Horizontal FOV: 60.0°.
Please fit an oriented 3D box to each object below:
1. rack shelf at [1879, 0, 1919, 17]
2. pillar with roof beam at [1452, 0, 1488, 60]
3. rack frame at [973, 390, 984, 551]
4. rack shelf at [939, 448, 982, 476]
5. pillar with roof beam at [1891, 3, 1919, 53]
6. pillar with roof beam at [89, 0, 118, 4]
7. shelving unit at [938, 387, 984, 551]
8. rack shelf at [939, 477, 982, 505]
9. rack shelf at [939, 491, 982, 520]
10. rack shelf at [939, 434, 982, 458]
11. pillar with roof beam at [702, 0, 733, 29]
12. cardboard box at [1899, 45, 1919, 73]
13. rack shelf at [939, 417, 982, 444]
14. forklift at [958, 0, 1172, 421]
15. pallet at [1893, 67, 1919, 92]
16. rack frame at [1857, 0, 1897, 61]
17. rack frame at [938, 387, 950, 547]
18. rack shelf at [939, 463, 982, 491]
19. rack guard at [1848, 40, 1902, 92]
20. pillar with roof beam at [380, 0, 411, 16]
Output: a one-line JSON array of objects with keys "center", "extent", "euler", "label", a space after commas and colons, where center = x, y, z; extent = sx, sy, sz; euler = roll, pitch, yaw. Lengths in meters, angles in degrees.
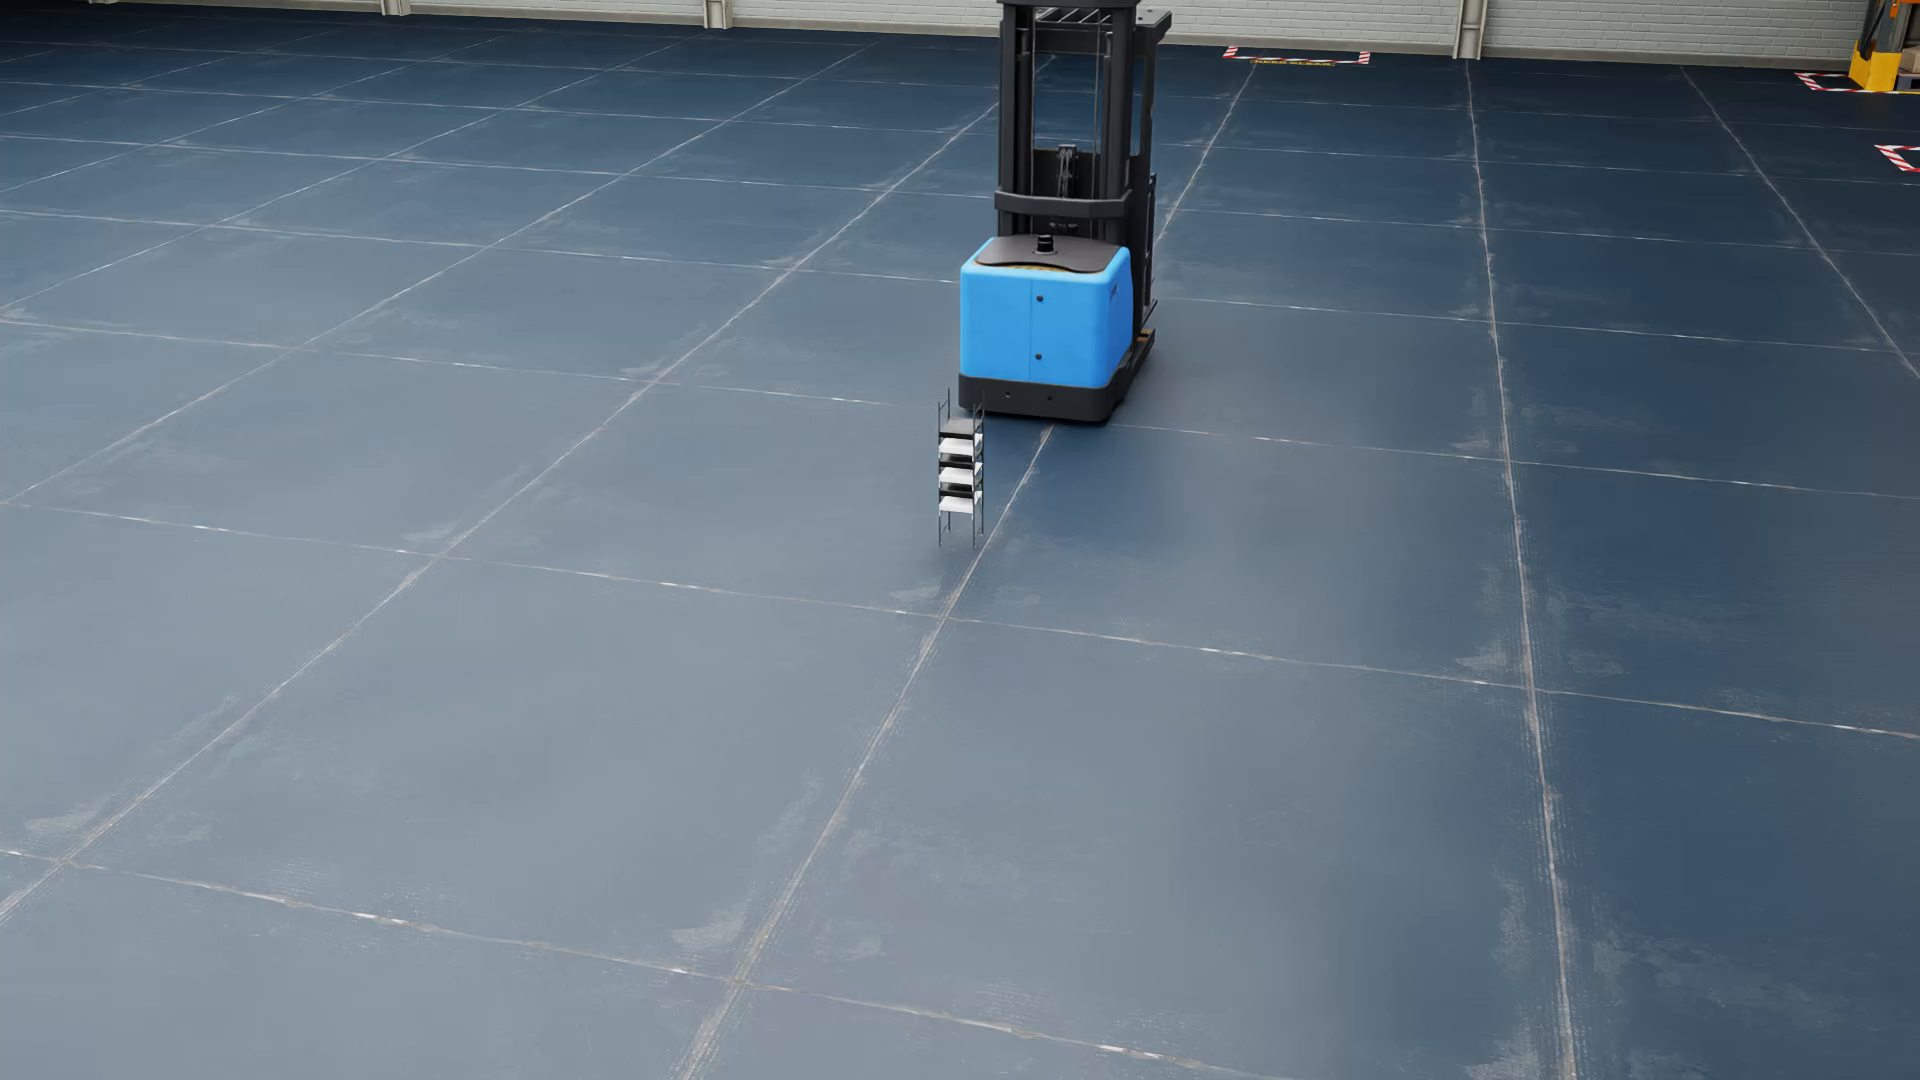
[{"center": [14.461, -7.140, 22.094], "extent": [4.000, 0.370, 1.077], "euler": [6, 26, 13], "label": "rack shelf"}, {"center": [6.534, -9.523, 19.283], "extent": [0.400, 9.000, 9.100], "euler": [6, 26, 13], "label": "pillar with roof beam"}, {"center": [0.106, -0.395, 9.532], "extent": [0.006, 0.900, 0.240], "euler": [6, 26, 13], "label": "rack frame"}, {"center": [0.008, -0.457, 9.530], "extent": [0.200, 0.077, 0.258], "euler": [6, 26, 13], "label": "rack shelf"}, {"center": [12.345, -8.880, 17.934], "extent": [0.400, 9.000, 9.100], "euler": [6, 26, 13], "label": "pillar with roof beam"}, {"center": [-16.710, -12.092, 24.680], "extent": [0.400, 9.000, 9.100], "euler": [6, 26, 13], "label": "pillar with roof beam"}, {"center": [0.008, -0.405, 9.555], "extent": [0.210, 0.900, 0.258], "euler": [6, 26, 13], "label": "shelving unit"}, {"center": [0.008, -0.294, 9.608], "extent": [0.200, 0.077, 0.258], "euler": [6, 26, 13], "label": "rack shelf"}, {"center": [0.008, -0.213, 9.646], "extent": [0.200, 0.077, 0.258], "euler": [6, 26, 13], "label": "rack shelf"}, {"center": [0.008, -0.538, 9.492], "extent": [0.200, 0.077, 0.258], "euler": [6, 26, 13], "label": "rack shelf"}, {"center": [-5.088, -10.807, 21.982], "extent": [0.400, 9.000, 9.100], "euler": [6, 26, 13], "label": "pillar with roof beam"}, {"center": [13.172, -6.552, 22.638], "extent": [0.500, 0.311, 0.500], "euler": [3, 26, 7], "label": "cardboard box"}, {"center": [0.008, -0.619, 9.453], "extent": [0.200, 0.077, 0.258], "euler": [6, 26, 13], "label": "rack shelf"}, {"center": [0.878, -2.738, 12.091], "extent": [1.130, 2.935, 3.031], "euler": [7, 26, 14], "label": "forklift"}, {"center": [13.375, -6.310, 22.758], "extent": [1.213, 0.211, 1.003], "euler": [6, 26, 13], "label": "pallet"}, {"center": [12.524, -7.679, 22.389], "extent": [0.127, 3.000, 1.000], "euler": [6, 26, 13], "label": "rack frame"}, {"center": [-0.091, -0.416, 9.578], "extent": [0.006, 0.900, 0.240], "euler": [6, 26, 13], "label": "rack frame"}, {"center": [0.008, -0.375, 9.569], "extent": [0.200, 0.077, 0.258], "euler": [6, 26, 13], "label": "rack shelf"}, {"center": [12.597, -6.542, 22.909], "extent": [0.348, 0.500, 1.175], "euler": [6, 26, 13], "label": "rack guard"}, {"center": [-10.899, -11.450, 23.331], "extent": [0.400, 9.000, 9.100], "euler": [6, 26, 13], "label": "pillar with roof beam"}]
